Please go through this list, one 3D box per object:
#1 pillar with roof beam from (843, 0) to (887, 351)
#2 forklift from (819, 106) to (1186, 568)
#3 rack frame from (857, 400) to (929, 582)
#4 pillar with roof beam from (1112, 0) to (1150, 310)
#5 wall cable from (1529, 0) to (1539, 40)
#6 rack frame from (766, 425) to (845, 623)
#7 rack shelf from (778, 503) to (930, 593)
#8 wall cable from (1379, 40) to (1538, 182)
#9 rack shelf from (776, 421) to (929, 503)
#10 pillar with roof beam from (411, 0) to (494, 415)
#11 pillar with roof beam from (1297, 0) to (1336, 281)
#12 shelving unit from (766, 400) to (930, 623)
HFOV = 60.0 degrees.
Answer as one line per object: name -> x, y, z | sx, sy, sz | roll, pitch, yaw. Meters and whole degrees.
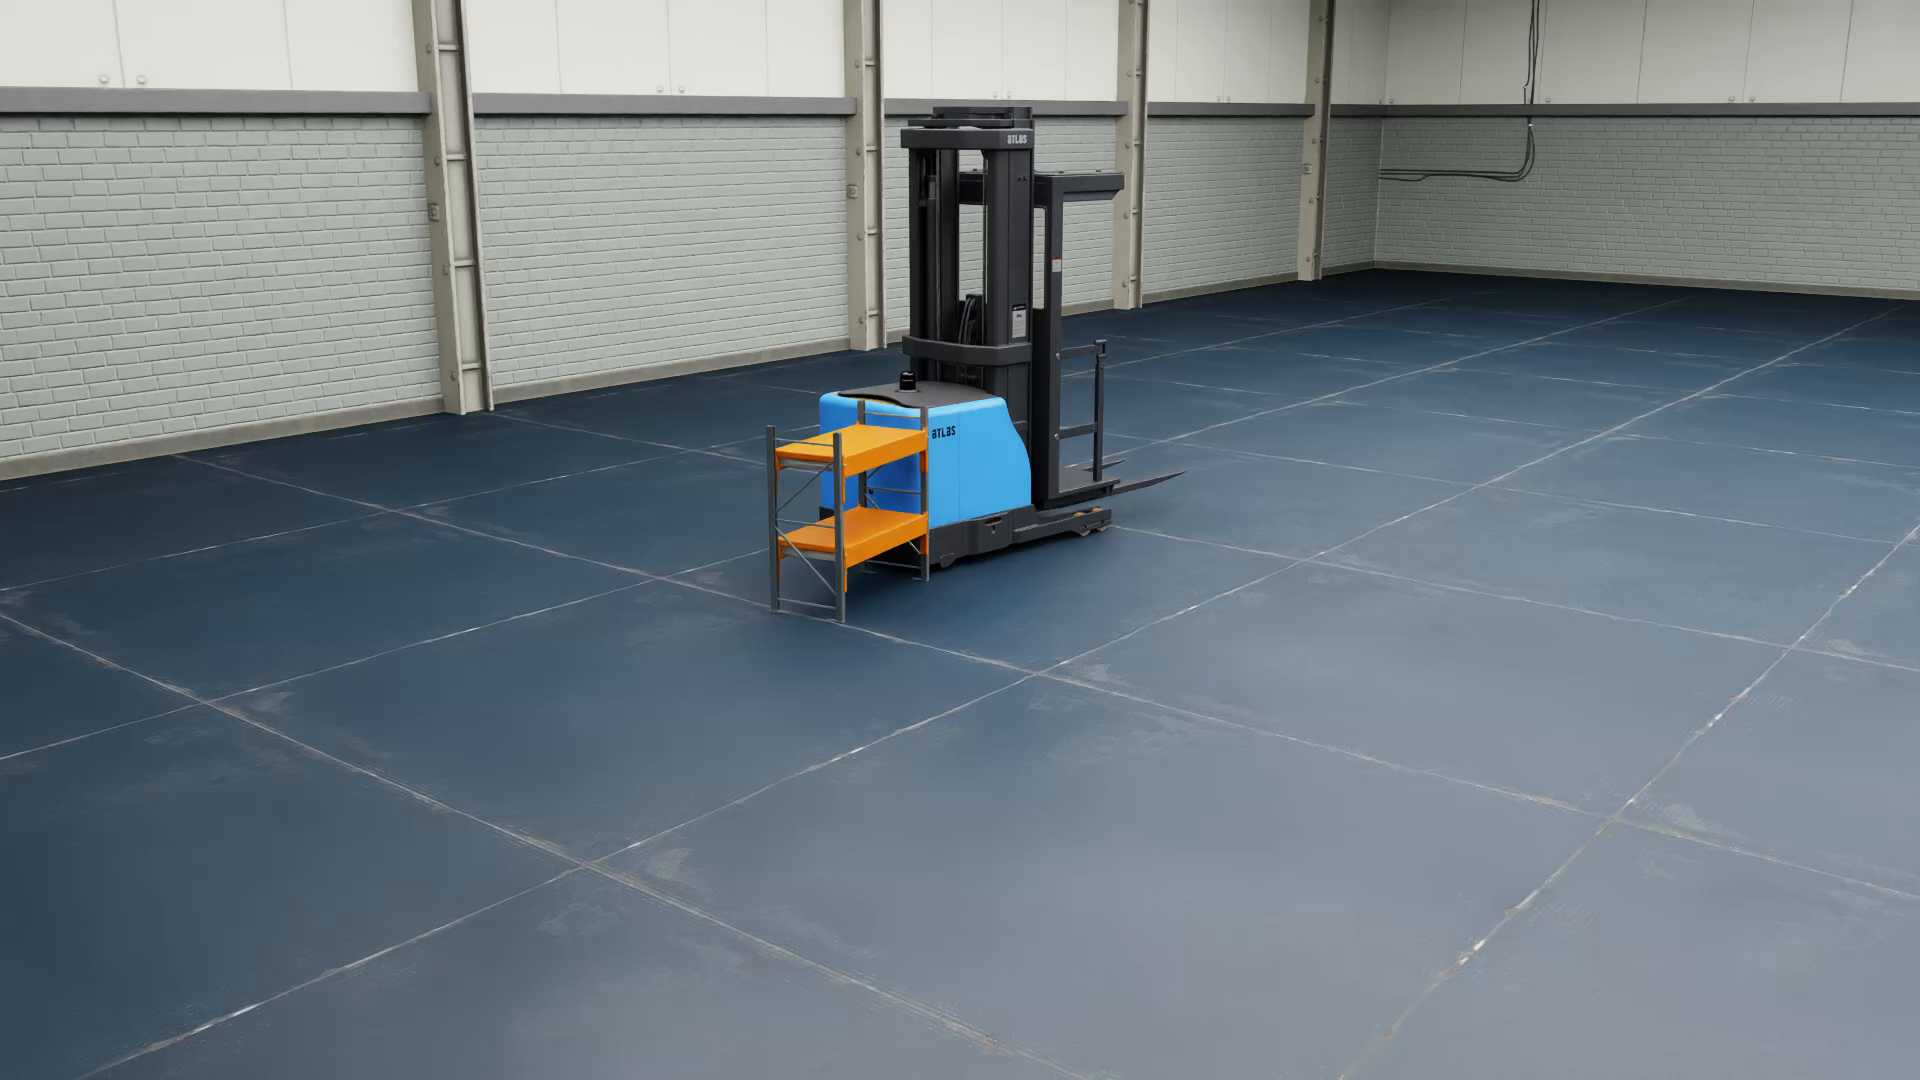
pillar with roof beam -> 2.168, -6.149, 17.552 | 9.100, 9.000, 0.400 | 11, 18, 38
forklift -> 0.439, -1.530, 11.691 | 1.130, 2.935, 3.031 | 14, 20, 43
rack frame -> -0.424, -0.313, 10.570 | 0.500, 1.125, 0.032 | 7, 16, 27
pillar with roof beam -> 5.939, -7.298, 22.075 | 9.100, 9.000, 0.400 | 11, 18, 38
wall cable -> 11.346, -9.997, 28.749 | 3.097, 2.526, 0.112 | 11, 18, 38
rack frame -> -0.900, -0.092, 9.699 | 0.500, 1.125, 0.032 | 7, 16, 27
rack shelf -> -0.662, 0.035, 10.194 | 0.538, 0.278, 1.000 | 7, 16, 27
wall cable -> 9.242, -7.968, 31.018 | 3.097, 2.526, 0.112 | 11, 18, 38
rack shelf -> -0.662, -0.486, 10.062 | 0.538, 0.278, 1.000 | 7, 16, 27
pillar with roof beam -> -1.603, -5.000, 13.029 | 9.100, 9.000, 0.400 | 11, 18, 38
pillar with roof beam -> 9.710, -8.447, 26.598 | 9.100, 9.000, 0.400 | 11, 18, 38
shelving unit -> -0.662, -0.202, 10.134 | 0.538, 1.125, 1.048 | 7, 16, 27
